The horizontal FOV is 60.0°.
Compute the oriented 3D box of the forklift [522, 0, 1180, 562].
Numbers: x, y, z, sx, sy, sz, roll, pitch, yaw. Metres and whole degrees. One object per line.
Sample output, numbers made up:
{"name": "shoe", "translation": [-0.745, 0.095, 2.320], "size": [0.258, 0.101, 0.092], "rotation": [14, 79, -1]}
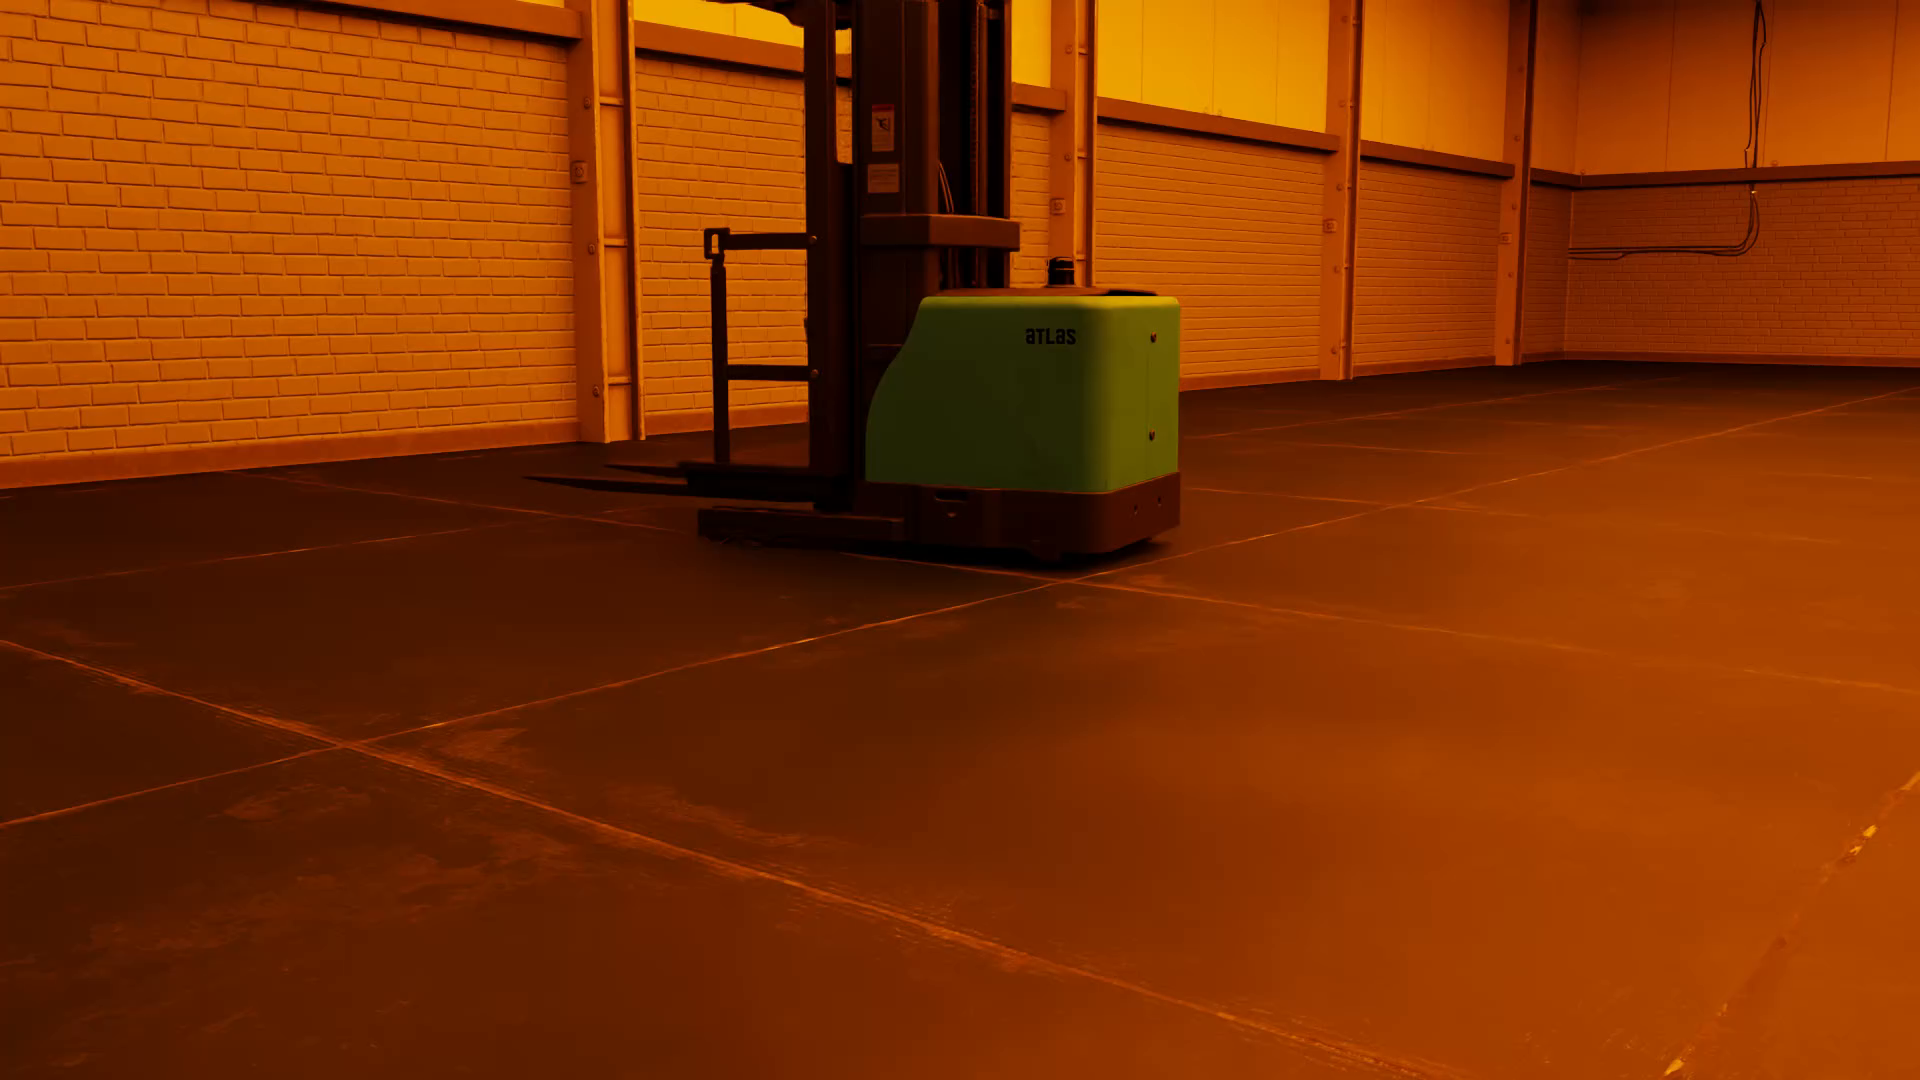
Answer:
{"name": "forklift", "translation": [-0.585, -1.482, 7.411], "size": [3.031, 2.935, 1.130], "rotation": [4, 9, 25]}
